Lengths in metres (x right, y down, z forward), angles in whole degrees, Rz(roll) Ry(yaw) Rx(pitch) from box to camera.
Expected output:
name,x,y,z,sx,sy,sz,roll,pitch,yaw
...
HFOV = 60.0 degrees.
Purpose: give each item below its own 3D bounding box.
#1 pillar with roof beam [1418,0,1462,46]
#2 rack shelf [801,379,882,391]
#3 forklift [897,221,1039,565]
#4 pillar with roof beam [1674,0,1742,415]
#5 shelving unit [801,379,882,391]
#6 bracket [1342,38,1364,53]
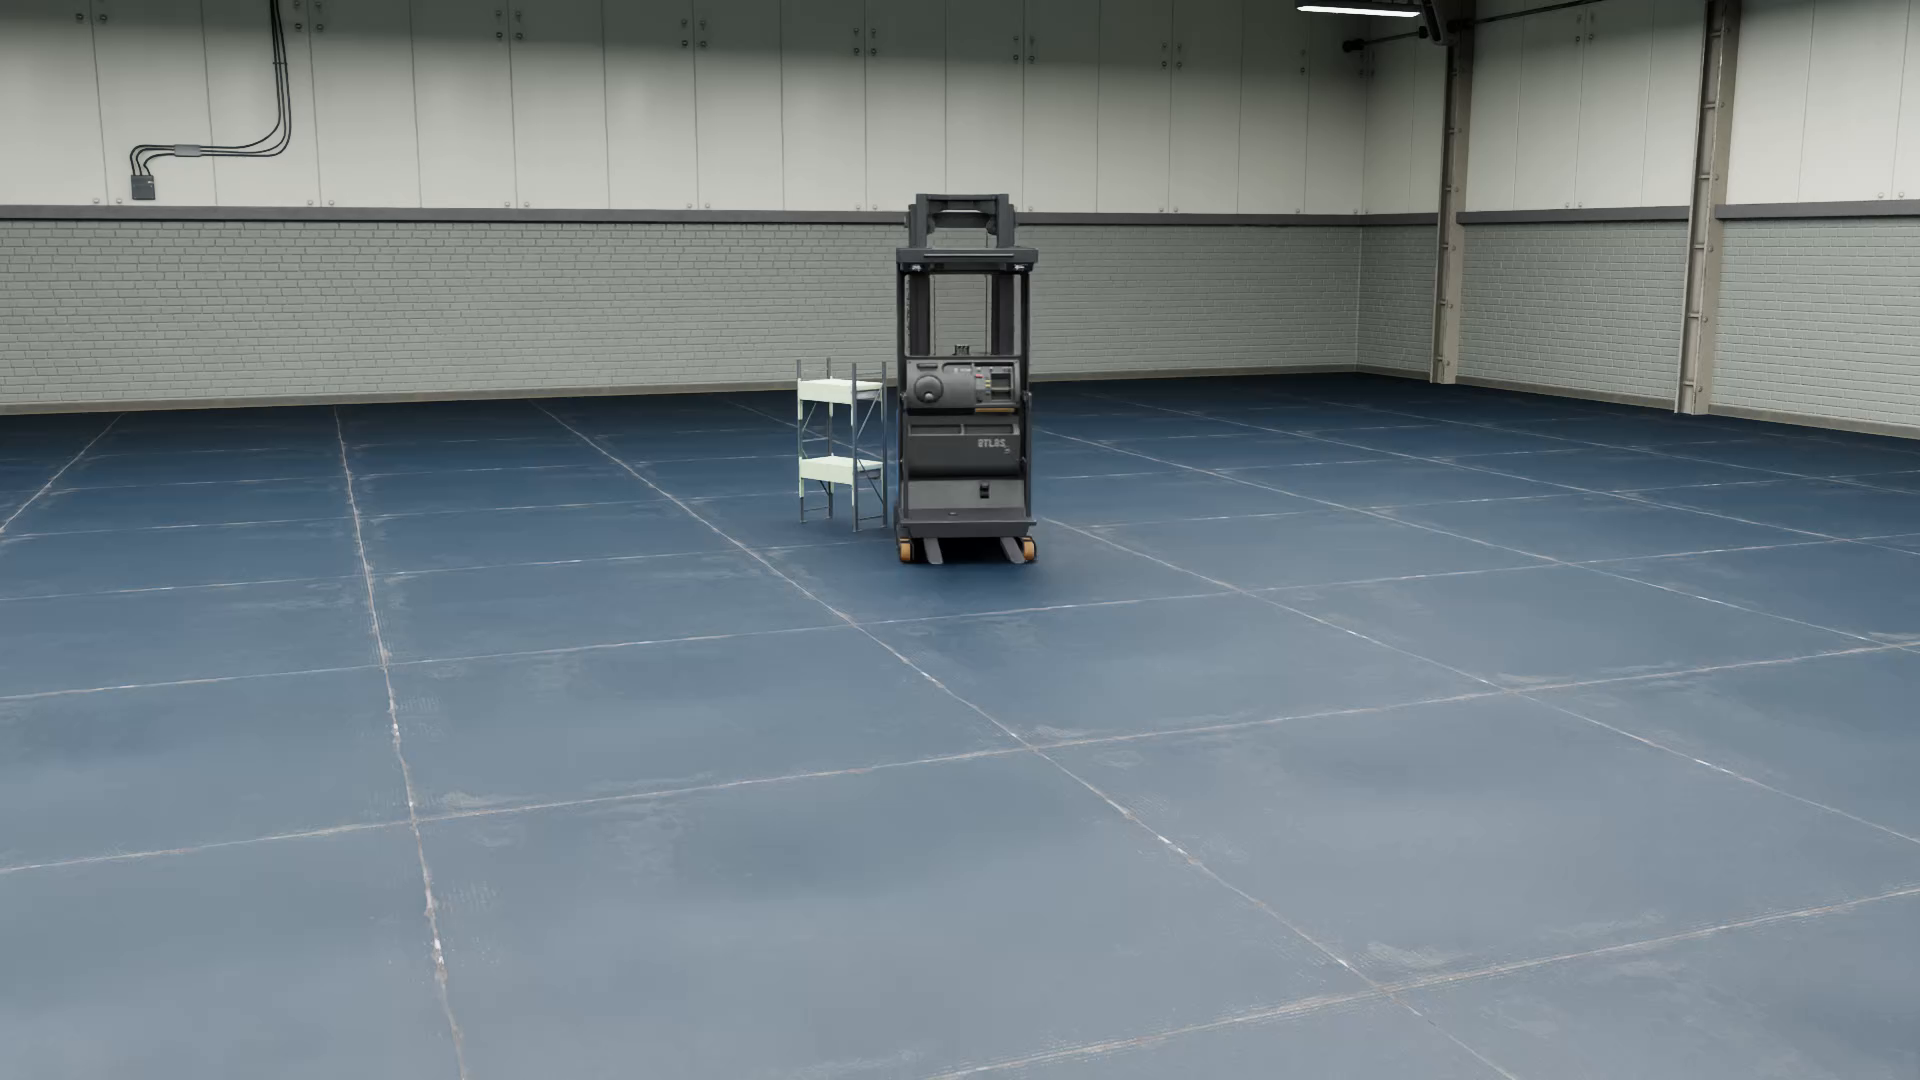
name,x,y,z,sx,sy,sz,roll,pitch,yaw
pillar with roof beam,4.743,-10.010,27.831,8.718,2.987,0.548,-4,11,-21
rack shelf,-1.069,-1.394,14.983,0.686,0.052,0.368,9,14,43
forklift,0.066,-1.144,13.050,1.118,2.733,2.170,-1,10,-3
pillar with roof beam,7.096,-6.083,22.920,9.100,9.000,0.548,-4,11,-21
shelving unit,-1.069,-1.394,14.983,0.686,0.052,0.368,9,14,43
bracket,7.594,-9.539,32.076,0.235,0.232,0.430,-4,11,-21
